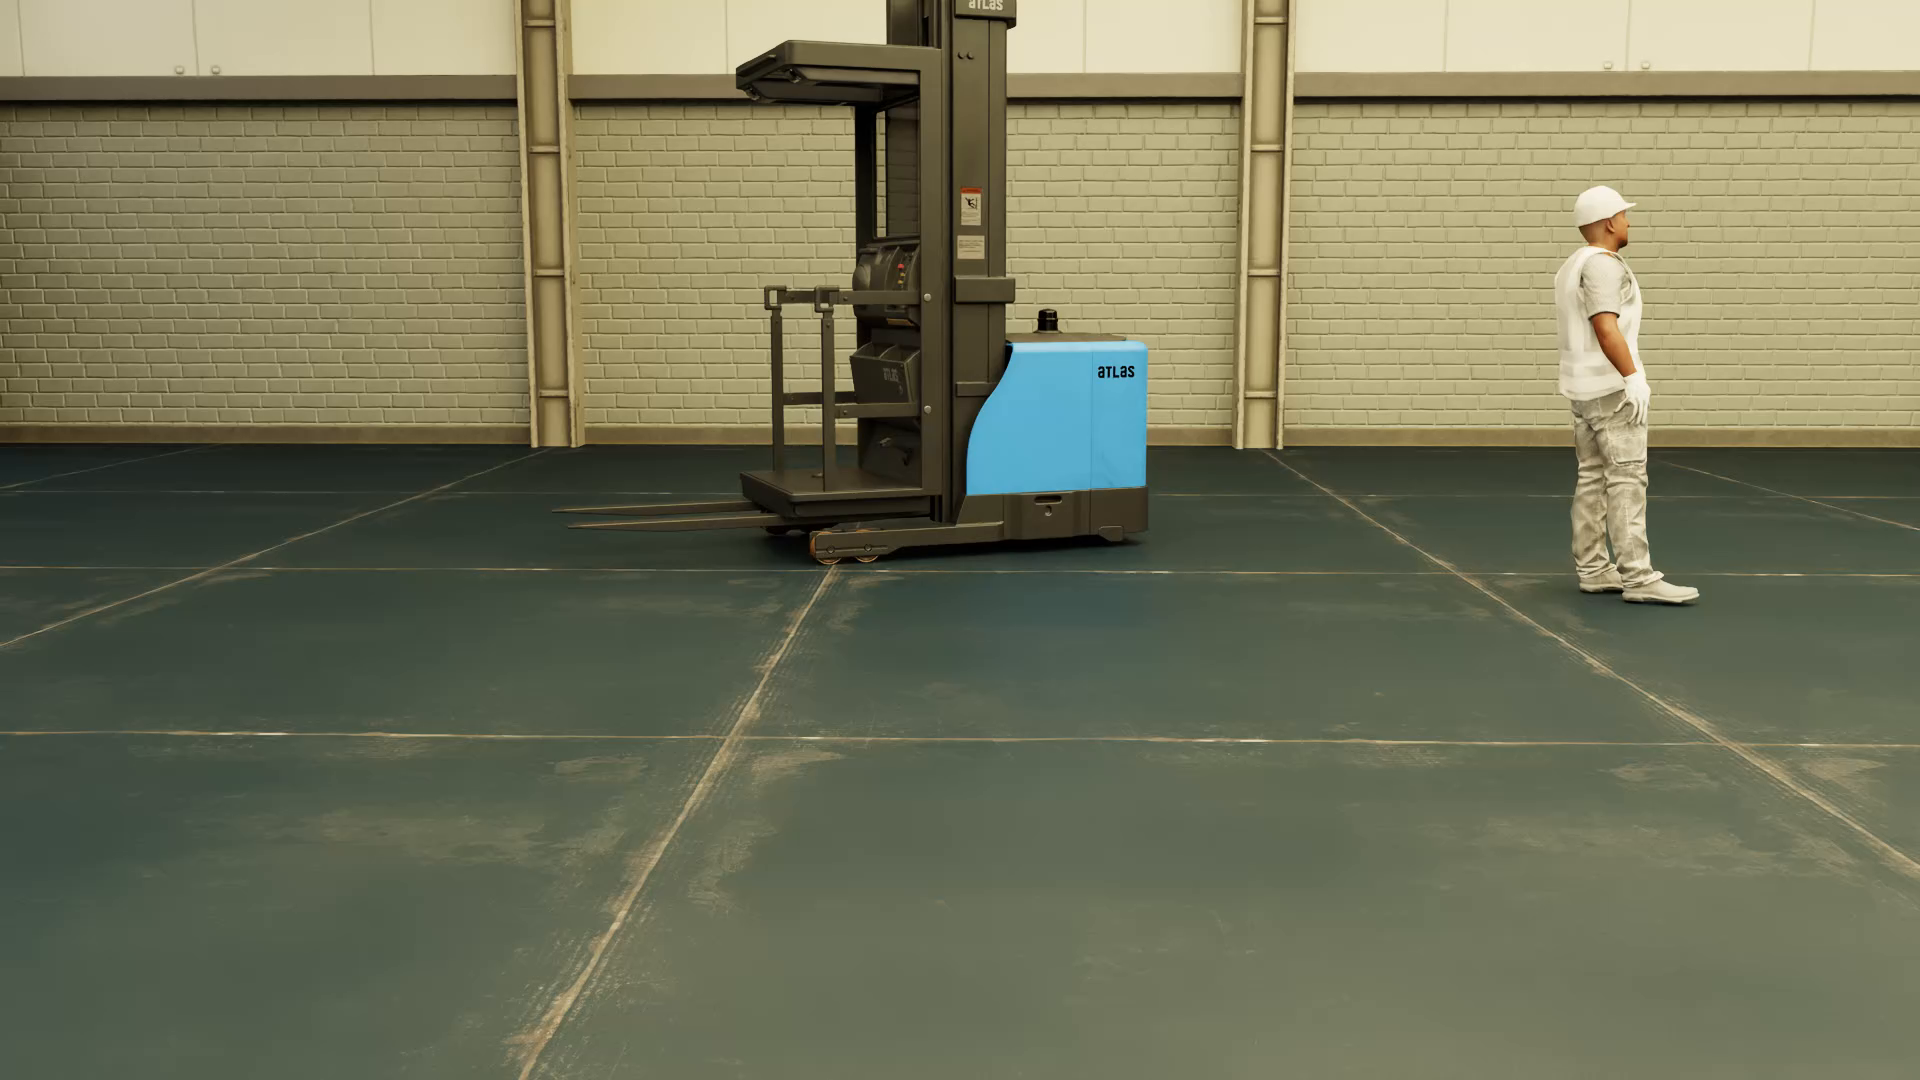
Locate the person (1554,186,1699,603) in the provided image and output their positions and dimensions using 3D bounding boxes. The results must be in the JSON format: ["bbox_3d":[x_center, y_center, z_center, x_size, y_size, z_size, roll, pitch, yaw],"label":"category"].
[{"bbox_3d":[2.913,-0.652,7.314,0.577,1.782,0.656,1,9,4],"label":"person"}]

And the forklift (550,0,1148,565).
[{"bbox_3d":[-0.569,-1.416,8.568,3.031,2.935,1.130,-3,9,-20],"label":"forklift"}]
